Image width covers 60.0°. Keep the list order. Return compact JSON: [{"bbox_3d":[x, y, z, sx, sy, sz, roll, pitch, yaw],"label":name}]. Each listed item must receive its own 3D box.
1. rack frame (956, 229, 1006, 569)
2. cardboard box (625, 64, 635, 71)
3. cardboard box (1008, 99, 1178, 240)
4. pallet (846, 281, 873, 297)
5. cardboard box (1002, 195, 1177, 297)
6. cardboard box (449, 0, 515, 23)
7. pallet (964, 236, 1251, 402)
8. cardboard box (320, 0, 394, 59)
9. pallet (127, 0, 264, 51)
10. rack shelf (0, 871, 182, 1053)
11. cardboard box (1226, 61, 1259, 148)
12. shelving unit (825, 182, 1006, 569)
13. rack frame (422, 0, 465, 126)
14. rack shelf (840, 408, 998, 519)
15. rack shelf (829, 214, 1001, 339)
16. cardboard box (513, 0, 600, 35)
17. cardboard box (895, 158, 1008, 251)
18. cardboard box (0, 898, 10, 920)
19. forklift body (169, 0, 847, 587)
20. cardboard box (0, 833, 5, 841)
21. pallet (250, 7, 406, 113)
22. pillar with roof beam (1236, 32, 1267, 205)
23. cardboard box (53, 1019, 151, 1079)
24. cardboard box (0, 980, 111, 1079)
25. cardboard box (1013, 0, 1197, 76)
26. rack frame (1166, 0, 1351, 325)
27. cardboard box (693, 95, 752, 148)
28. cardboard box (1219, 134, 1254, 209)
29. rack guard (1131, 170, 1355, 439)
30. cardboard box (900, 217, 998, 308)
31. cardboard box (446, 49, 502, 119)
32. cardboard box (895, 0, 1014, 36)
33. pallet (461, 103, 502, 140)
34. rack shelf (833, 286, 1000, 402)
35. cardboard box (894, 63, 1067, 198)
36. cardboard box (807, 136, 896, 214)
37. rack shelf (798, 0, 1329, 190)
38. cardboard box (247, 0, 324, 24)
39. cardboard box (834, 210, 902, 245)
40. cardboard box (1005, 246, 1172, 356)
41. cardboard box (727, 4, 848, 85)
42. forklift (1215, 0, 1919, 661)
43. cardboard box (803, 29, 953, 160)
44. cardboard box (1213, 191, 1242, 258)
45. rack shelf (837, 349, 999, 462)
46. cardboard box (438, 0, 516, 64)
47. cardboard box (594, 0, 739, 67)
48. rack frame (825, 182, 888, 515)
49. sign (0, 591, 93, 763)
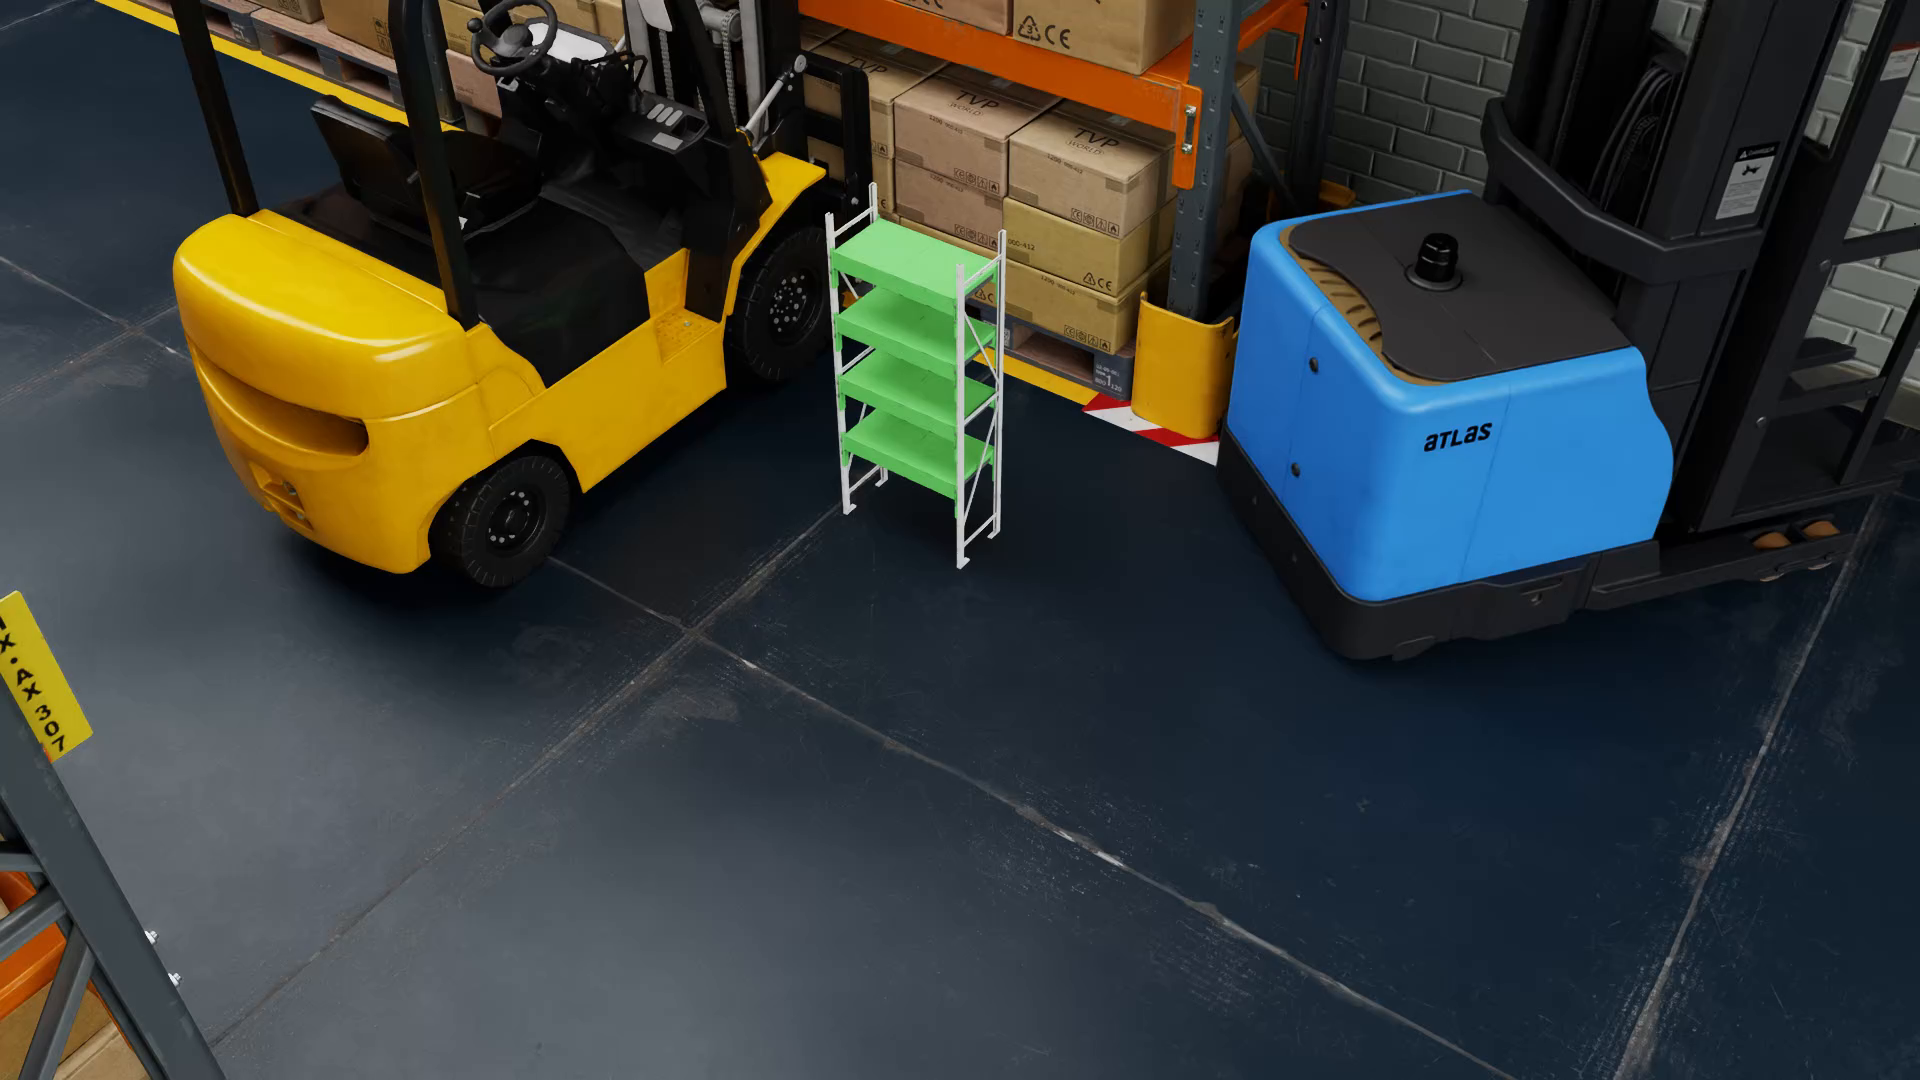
[{"bbox_3d":[0.064,-0.417,5.316,0.015,1.200,0.240,25,48,25],"label":"rack frame"},{"bbox_3d":[-1.159,-1.973,7.078,0.500,0.250,0.500,25,47,25],"label":"cardboard box"},{"bbox_3d":[0.523,-1.379,6.038,0.500,0.250,0.500,27,48,27],"label":"cardboard box"},{"bbox_3d":[-0.566,-1.566,7.342,1.213,0.211,1.003,25,48,25],"label":"pallet"},{"bbox_3d":[0.501,-1.202,6.216,0.500,0.250,0.500,24,47,25],"label":"cardboard box"},{"bbox_3d":[-1.980,-2.547,7.345,0.500,0.250,0.500,24,47,25],"label":"cardboard box"},{"bbox_3d":[0.428,-1.099,6.820,1.213,0.211,1.003,25,48,25],"label":"pallet"},{"bbox_3d":[-2.630,-2.865,8.168,0.625,0.625,0.875,27,48,27],"label":"cardboard box"},{"bbox_3d":[-3.825,-3.088,9.043,1.213,0.211,1.003,25,48,25],"label":"pallet"},{"bbox_3d":[-3.406,0.346,3.654,4.000,0.370,1.077,25,48,25],"label":"rack shelf"},{"bbox_3d":[0.794,-1.660,6.353,0.500,0.250,0.500,24,47,25],"label":"cardboard box"},{"bbox_3d":[-0.136,-0.511,5.421,0.503,1.200,0.258,25,48,25],"label":"shelving unit"},{"bbox_3d":[-2.196,-3.400,7.300,0.127,3.000,1.000,25,48,25],"label":"rack frame"},{"bbox_3d":[-0.136,-0.284,5.623,0.480,0.148,0.258,25,48,25],"label":"rack shelf"},{"bbox_3d":[-0.136,-0.821,5.143,0.480,0.148,0.258,25,48,25],"label":"rack shelf"},{"bbox_3d":[-1.568,-2.346,7.120,0.500,0.250,0.500,25,48,25],"label":"cardboard box"},{"bbox_3d":[0.096,-1.400,6.437,0.500,0.250,0.500,25,47,25],"label":"cardboard box"},{"bbox_3d":[-1.928,0.694,2.914,0.250,0.149,0.380,25,48,25],"label":"cardboard box"},{"bbox_3d":[-1.521,-1.282,5.570,1.214,2.155,2.313,25,48,25],"label":"forklift body"},{"bbox_3d":[-1.997,0.362,2.797,0.500,0.500,0.500,24,47,25],"label":"cardboard box"},{"bbox_3d":[-2.822,-2.621,8.521,1.213,0.211,1.003,25,48,25],"label":"pallet"},{"bbox_3d":[-1.446,-2.512,1.809,0.400,9.000,9.100,25,48,25],"label":"pillar with roof beam"},{"bbox_3d":[-2.270,1.252,3.849,0.500,0.250,0.500,25,47,25],"label":"cardboard box"},{"bbox_3d":[-2.290,0.963,3.609,0.500,0.500,0.500,24,47,24],"label":"cardboard box"},{"bbox_3d":[0.525,-1.950,5.605,0.500,0.500,0.500,24,47,24],"label":"cardboard box"},{"bbox_3d":[1.079,-1.868,5.588,0.127,3.000,1.000,25,48,25],"label":"rack frame"},{"bbox_3d":[-0.746,-1.780,6.861,0.500,0.250,0.500,25,47,25],"label":"cardboard box"},{"bbox_3d":[0.813,-1.480,6.526,0.500,0.250,0.500,26,48,26],"label":"cardboard box"},{"bbox_3d":[1.098,-0.927,6.411,0.348,0.500,1.175,25,48,25],"label":"rack guard"},{"bbox_3d":[0.111,-1.203,6.592,0.500,0.250,0.500,25,48,25],"label":"cardboard box"},{"bbox_3d":[-1.990,-2.165,7.668,0.500,0.250,0.500,26,48,26],"label":"cardboard box"},{"bbox_3d":[0.105,-2.154,5.833,0.500,0.500,0.500,27,48,27],"label":"cardboard box"},{"bbox_3d":[-1.569,-2.033,7.864,1.213,0.211,1.003,25,48,25],"label":"pallet"},{"bbox_3d":[-0.136,-0.642,5.303,0.480,0.148,0.258,25,48,25],"label":"rack shelf"},{"bbox_3d":[0.101,-1.571,6.253,0.500,0.250,0.500,26,48,26],"label":"cardboard box"},{"bbox_3d":[-0.339,-1.586,6.645,0.500,0.250,0.500,24,47,24],"label":"cardboard box"},{"bbox_3d":[-0.559,-2.366,6.684,4.000,0.370,1.077,25,48,25],"label":"rack shelf"},{"bbox_3d":[-3.261,-3.166,8.505,0.625,0.625,0.875,25,47,25],"label":"cardboard box"},{"bbox_3d":[-0.294,-1.399,6.811,0.500,0.250,0.500,26,48,26],"label":"cardboard box"},{"bbox_3d":[0.512,-1.007,6.373,0.500,0.250,0.500,25,48,26],"label":"cardboard box"},{"bbox_3d":[-0.728,-1.957,6.685,0.500,0.250,0.500,24,47,25],"label":"cardboard box"},{"bbox_3d":[2.481,-1.279,4.981,3.031,2.935,1.130,-12,43,-13],"label":"forklift"},{"bbox_3d":[-0.318,-1.759,6.463,0.500,0.250,0.500,26,48,26],"label":"cardboard box"},{"bbox_3d":[0.789,-1.295,6.695,0.500,0.250,0.500,25,48,25],"label":"cardboard box"},{"bbox_3d":[-0.136,-0.463,5.463,0.480,0.148,0.258,25,48,25],"label":"rack shelf"},{"bbox_3d":[-1.978,-2.364,7.515,0.500,0.250,0.500,25,47,25],"label":"cardboard box"},{"bbox_3d":[-1.154,-2.162,6.914,0.500,0.250,0.500,27,48,27],"label":"cardboard box"},{"bbox_3d":[-0.335,-0.604,5.525,0.015,1.200,0.240,25,48,25],"label":"rack frame"},{"bbox_3d":[-1.457,0.224,2.601,0.005,0.325,0.100,25,48,25],"label":"sign"}]
